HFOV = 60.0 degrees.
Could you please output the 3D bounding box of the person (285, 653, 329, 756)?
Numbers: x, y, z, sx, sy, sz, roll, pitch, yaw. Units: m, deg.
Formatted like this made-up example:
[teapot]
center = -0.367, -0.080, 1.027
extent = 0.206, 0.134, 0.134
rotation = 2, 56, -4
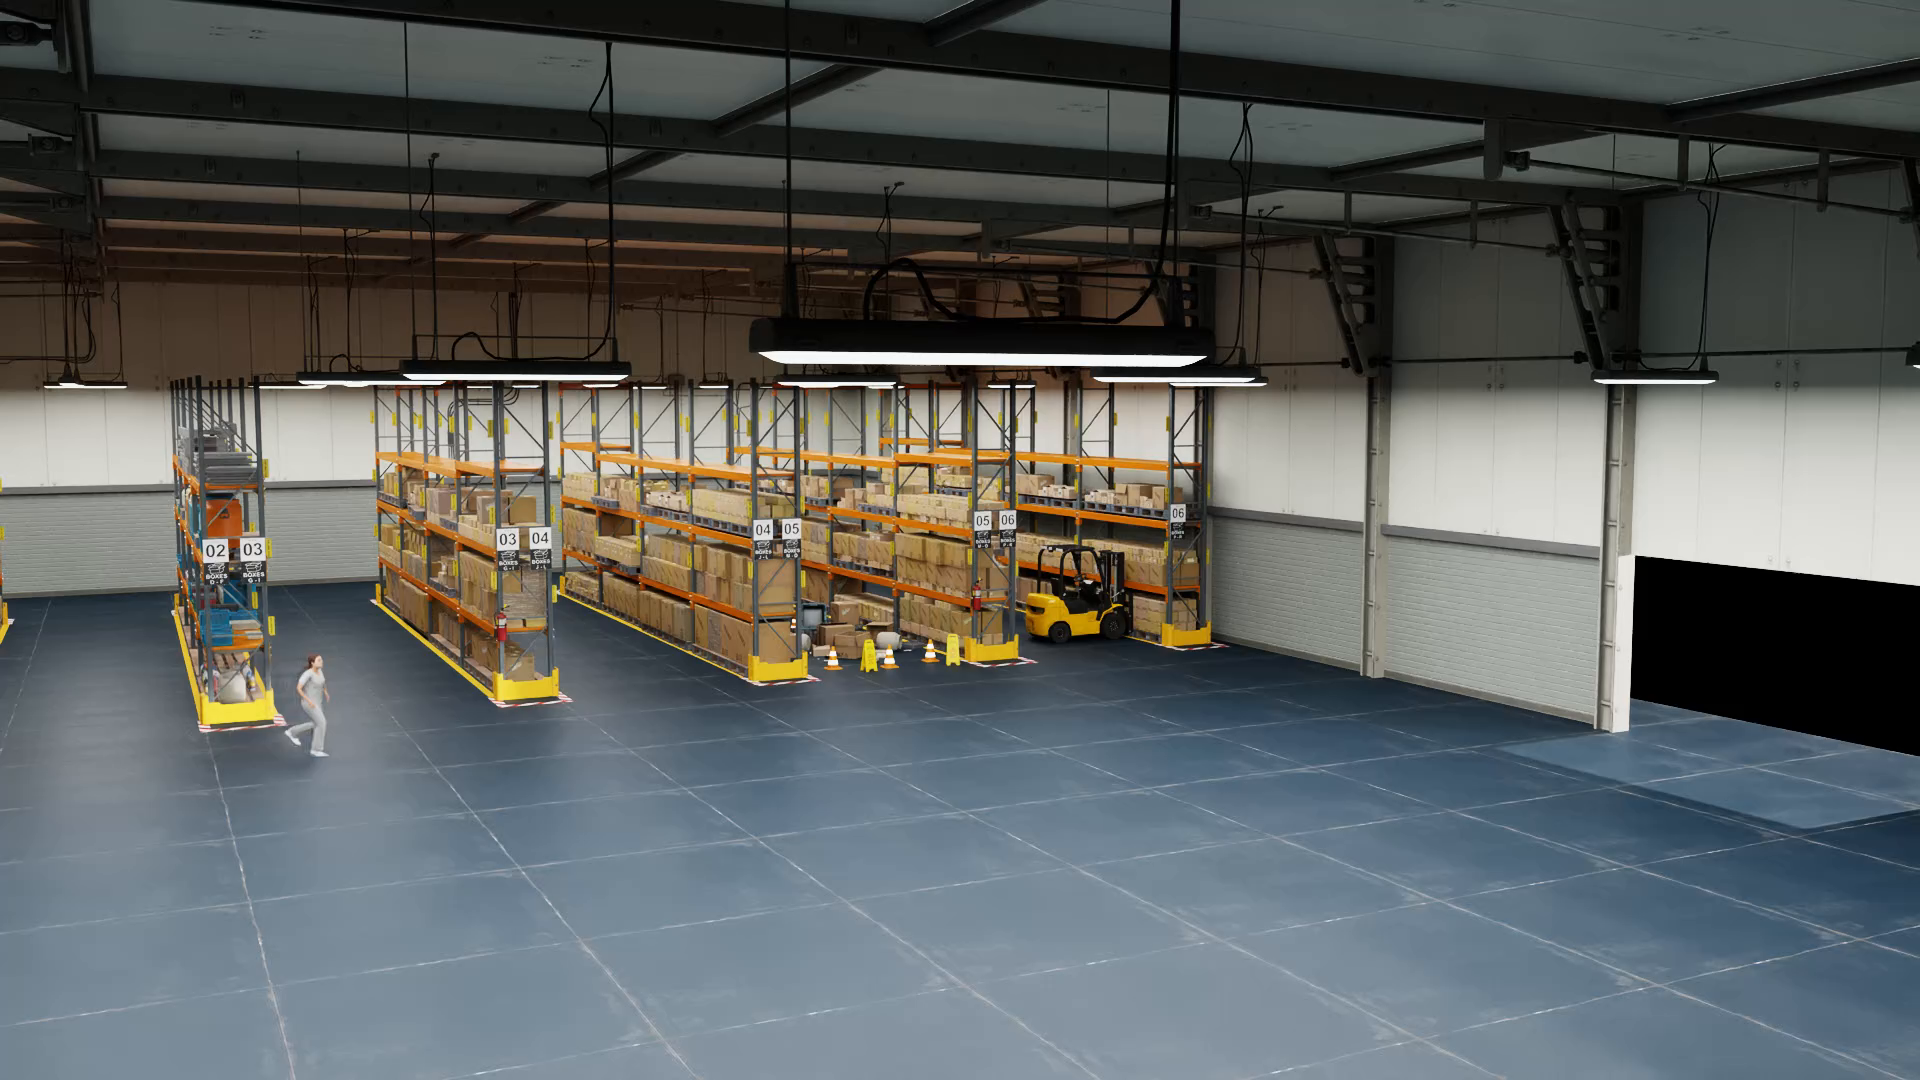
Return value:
[person]
center = -10.316, 2.601, 26.215
extent = 0.703, 1.670, 0.587
rotation = 1, 5, 10
